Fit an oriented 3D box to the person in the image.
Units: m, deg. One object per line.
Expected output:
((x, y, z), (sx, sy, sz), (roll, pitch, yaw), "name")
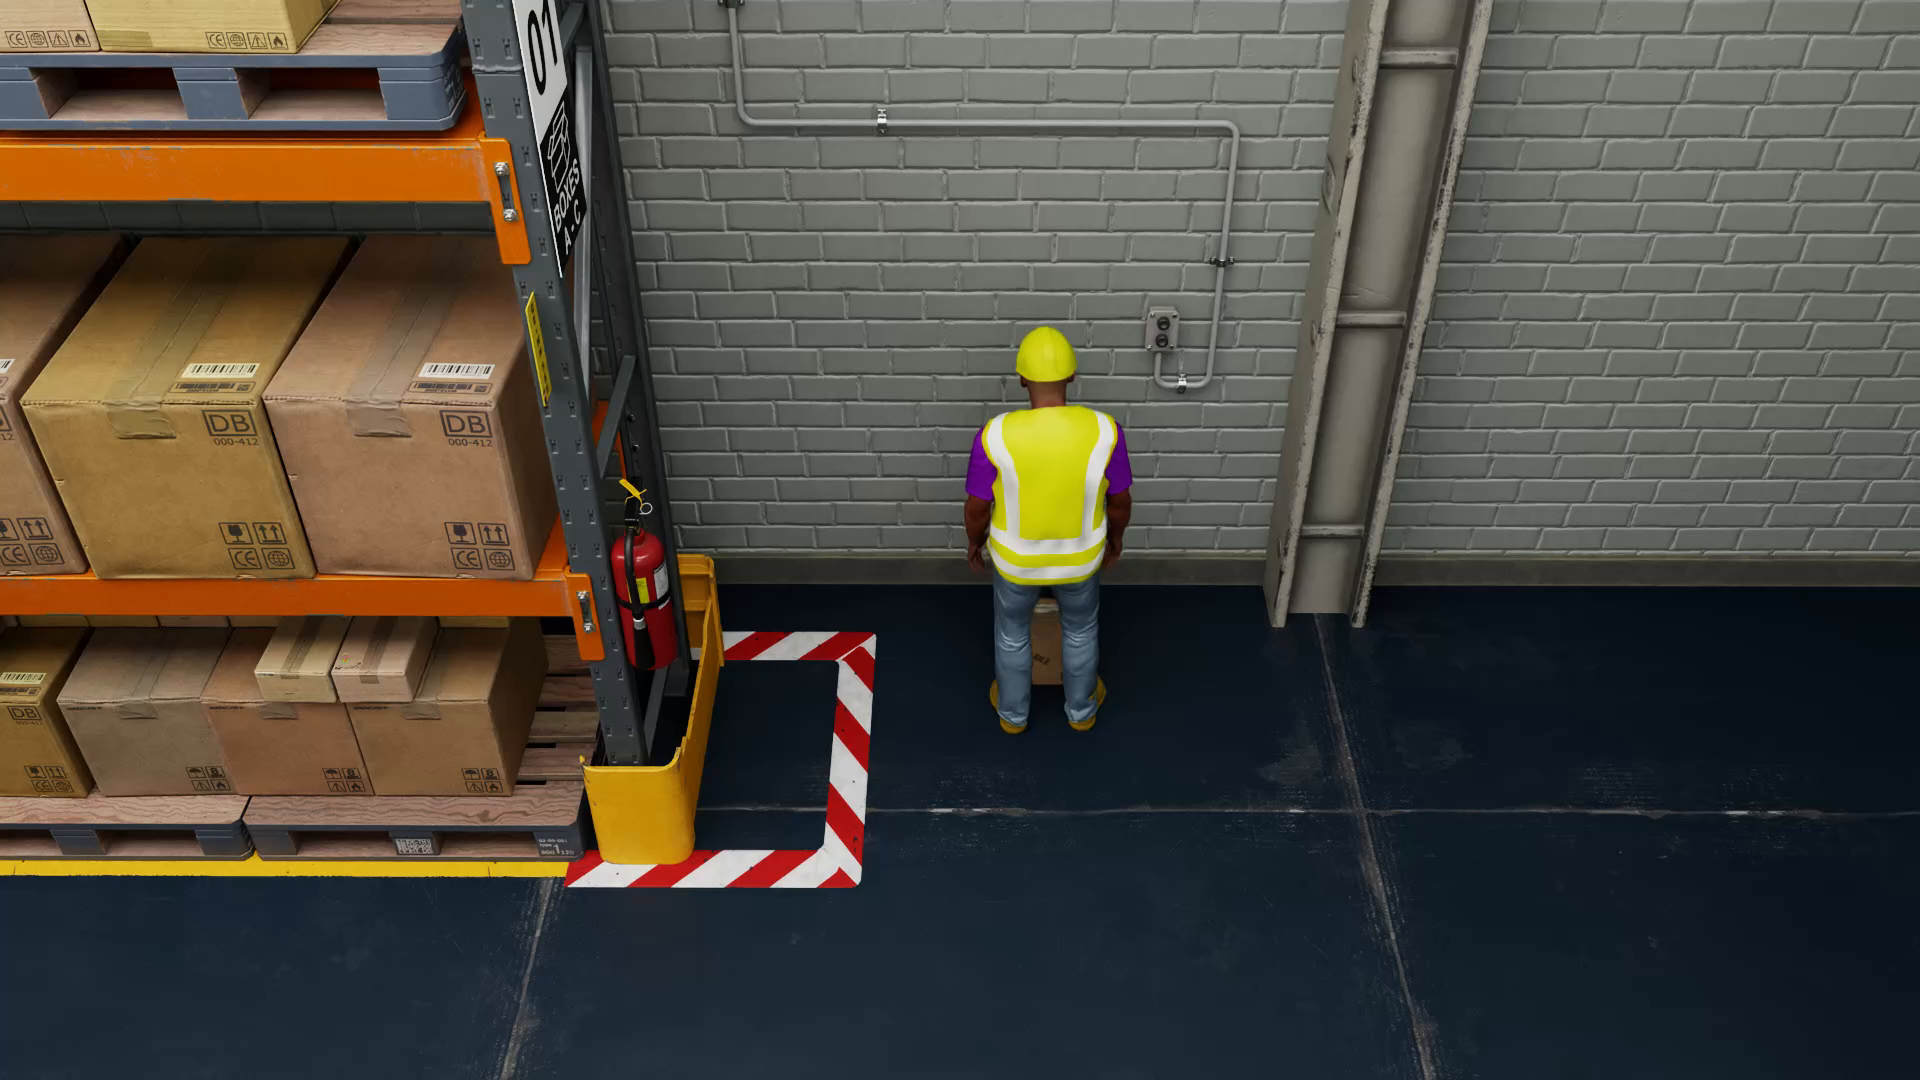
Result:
((0.315, 0.016, 6.123), (0.606, 1.758, 0.449), (-1, 39, -1), "person")
